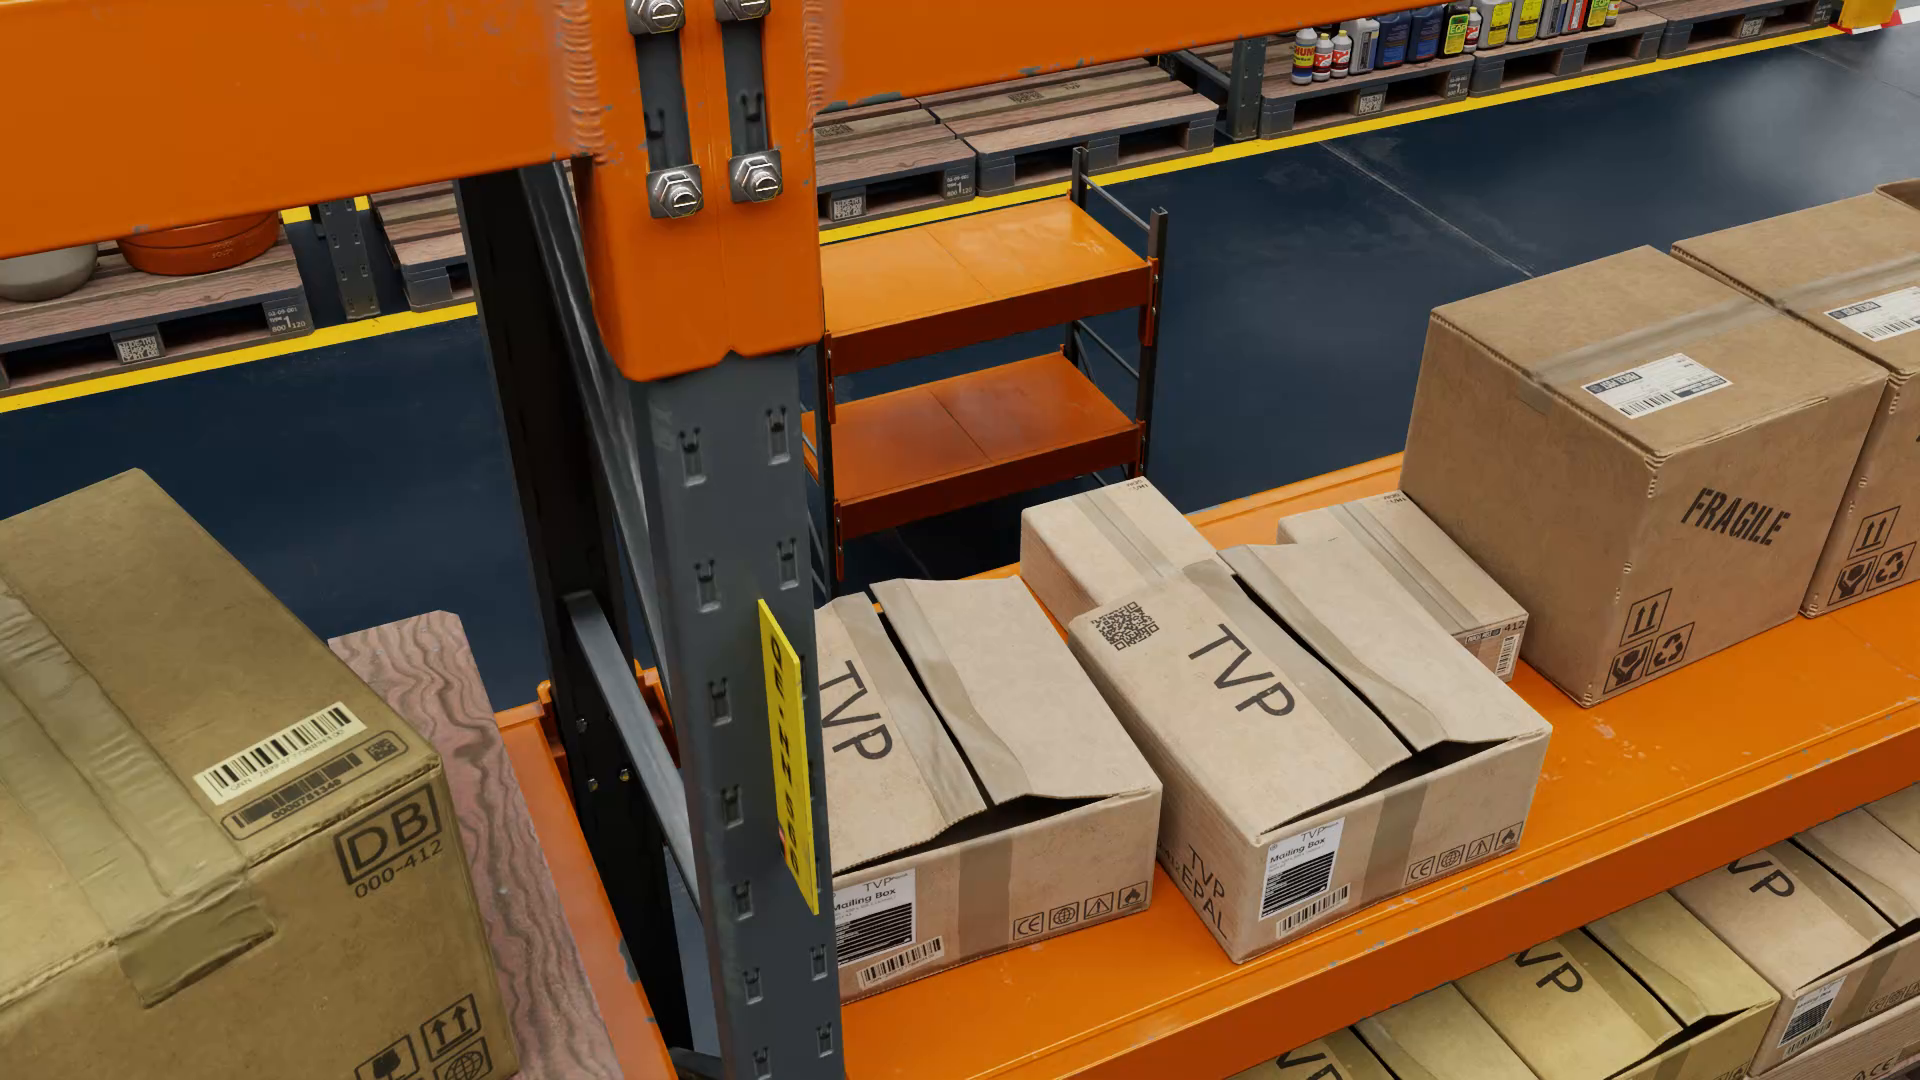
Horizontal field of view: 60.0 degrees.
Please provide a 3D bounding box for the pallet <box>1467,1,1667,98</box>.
[{"bbox_3d":[2.853,-2.674,8.677,1.213,0.211,1.003,-16,39,-20],"label":"pallet"}]

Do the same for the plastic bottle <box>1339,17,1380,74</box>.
[{"bbox_3d":[1.877,-2.358,7.829,0.135,0.276,0.152,-14,39,-18],"label":"plastic bottle"}]

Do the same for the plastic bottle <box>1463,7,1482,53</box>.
[{"bbox_3d":[2.465,-2.475,8.049,0.097,0.201,0.097,0,37,0],"label":"plastic bottle"}]

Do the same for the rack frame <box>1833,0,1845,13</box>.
[{"bbox_3d":[4.742,-4.347,8.593,0.127,3.000,1.000,-16,39,-20],"label":"rack frame"}]

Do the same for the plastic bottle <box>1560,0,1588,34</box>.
[{"bbox_3d":[3.026,-2.680,8.262,0.135,0.276,0.152,-15,39,-20],"label":"plastic bottle"}]

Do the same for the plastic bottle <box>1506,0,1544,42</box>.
[{"bbox_3d":[2.752,-2.631,8.133,0.185,0.351,0.144,-14,39,-18],"label":"plastic bottle"}]

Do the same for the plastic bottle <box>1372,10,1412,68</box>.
[{"bbox_3d":[2.028,-2.428,7.860,0.185,0.351,0.144,-15,39,-19],"label":"plastic bottle"}]

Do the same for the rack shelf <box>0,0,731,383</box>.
[{"bbox_3d":[-2.209,-0.060,0.899,4.000,0.370,1.077,-16,39,-20],"label":"rack shelf"}]

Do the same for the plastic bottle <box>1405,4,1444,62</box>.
[{"bbox_3d":[2.199,-2.476,7.925,0.185,0.351,0.144,-17,40,-22],"label":"plastic bottle"}]

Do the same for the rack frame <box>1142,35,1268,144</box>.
[{"bbox_3d":[1.121,-3.335,7.228,0.127,3.000,1.000,-16,39,-20],"label":"rack frame"}]

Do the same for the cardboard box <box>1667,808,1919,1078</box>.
[{"bbox_3d":[1.600,0.690,3.286,0.500,0.311,0.500,-16,39,-21],"label":"cardboard box"}]

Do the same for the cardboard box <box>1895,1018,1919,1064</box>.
[{"bbox_3d":[2.048,0.791,3.621,0.500,0.250,0.500,-15,39,-19],"label":"cardboard box"}]

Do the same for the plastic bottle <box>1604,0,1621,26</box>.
[{"bbox_3d":[3.266,-2.699,8.350,0.097,0.201,0.097,0,37,0],"label":"plastic bottle"}]

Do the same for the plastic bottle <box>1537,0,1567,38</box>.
[{"bbox_3d":[2.900,-2.645,8.215,0.135,0.276,0.152,-17,40,-21],"label":"plastic bottle"}]

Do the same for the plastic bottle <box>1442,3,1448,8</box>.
[{"bbox_3d":[2.316,-2.501,8.026,0.097,0.271,0.097,0,37,0],"label":"plastic bottle"}]

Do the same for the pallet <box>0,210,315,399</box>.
[{"bbox_3d":[-3.196,-0.980,6.395,1.213,0.211,1.003,-16,39,-20],"label":"pallet"}]

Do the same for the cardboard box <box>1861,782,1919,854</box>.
[{"bbox_3d":[2.056,0.565,3.455,0.500,0.311,0.500,-16,39,-20],"label":"cardboard box"}]

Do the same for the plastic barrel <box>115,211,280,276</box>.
[{"bbox_3d":[-2.936,-1.486,6.205,0.708,0.830,0.600,-16,39,-20],"label":"plastic barrel"}]

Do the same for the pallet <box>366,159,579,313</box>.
[{"bbox_3d":[-1.782,-1.378,6.930,1.213,0.211,1.003,-16,39,-20],"label":"pallet"}]

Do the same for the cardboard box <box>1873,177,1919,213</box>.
[{"bbox_3d":[2.043,-0.384,3.166,0.500,0.500,0.500,-13,38,-17],"label":"cardboard box"}]

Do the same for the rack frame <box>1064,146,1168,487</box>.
[{"bbox_3d":[0.454,-0.579,5.086,0.032,1.125,0.500,-16,39,-20],"label":"rack frame"}]

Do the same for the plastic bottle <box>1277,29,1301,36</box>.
[{"bbox_3d":[1.643,-2.688,8.211,0.185,0.351,0.144,-16,39,-20],"label":"plastic bottle"}]

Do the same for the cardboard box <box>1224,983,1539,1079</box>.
[{"bbox_3d":[0.672,0.949,2.938,0.500,0.311,0.500,-17,40,-21],"label":"cardboard box"}]

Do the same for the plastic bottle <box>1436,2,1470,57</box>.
[{"bbox_3d":[2.366,-2.468,7.971,0.133,0.283,0.061,-14,39,-18],"label":"plastic bottle"}]

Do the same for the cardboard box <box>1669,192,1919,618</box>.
[{"bbox_3d":[1.590,-0.257,2.995,0.500,0.500,0.500,-16,39,-20],"label":"cardboard box"}]

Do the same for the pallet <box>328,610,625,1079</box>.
[{"bbox_3d":[-0.983,0.636,2.035,1.003,0.211,1.213,-16,39,-20],"label":"pallet"}]

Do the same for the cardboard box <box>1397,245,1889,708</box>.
[{"bbox_3d":[1.113,-0.124,2.815,0.500,0.500,0.500,-18,40,-22],"label":"cardboard box"}]

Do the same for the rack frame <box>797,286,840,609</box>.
[{"bbox_3d":[-0.466,-0.321,4.739,0.032,1.125,0.500,-16,39,-20],"label":"rack frame"}]

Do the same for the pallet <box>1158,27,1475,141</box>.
[{"bbox_3d":[1.747,-2.362,8.258,1.213,0.211,1.003,-16,39,-20],"label":"pallet"}]

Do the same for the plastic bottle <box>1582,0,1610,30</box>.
[{"bbox_3d":[3.168,-2.692,8.273,0.133,0.283,0.061,-15,39,-19],"label":"plastic bottle"}]

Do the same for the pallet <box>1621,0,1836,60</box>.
[{"bbox_3d":[3.955,-2.980,9.091,1.213,0.211,1.003,-16,39,-20],"label":"pallet"}]

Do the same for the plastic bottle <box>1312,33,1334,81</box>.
[{"bbox_3d":[1.688,-2.258,7.756,0.097,0.201,0.097,0,37,0],"label":"plastic bottle"}]

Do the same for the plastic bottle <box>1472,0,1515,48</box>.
[{"bbox_3d":[2.584,-2.584,8.070,0.185,0.351,0.144,-16,39,-20],"label":"plastic bottle"}]

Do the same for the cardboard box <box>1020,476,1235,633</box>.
[{"bbox_3d":[0.298,0.074,2.843,0.250,0.149,0.380,-16,39,-20],"label":"cardboard box"}]

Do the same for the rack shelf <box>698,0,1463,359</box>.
[{"bbox_3d":[1.412,-1.072,2.264,4.000,0.370,1.077,-16,39,-20],"label":"rack shelf"}]

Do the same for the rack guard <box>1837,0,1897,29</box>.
[{"bbox_3d":[4.693,-3.299,9.278,0.348,0.500,1.175,-16,39,-20],"label":"rack guard"}]

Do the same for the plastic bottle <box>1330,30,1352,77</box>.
[{"bbox_3d":[1.780,-2.283,7.790,0.097,0.201,0.097,0,37,0],"label":"plastic bottle"}]

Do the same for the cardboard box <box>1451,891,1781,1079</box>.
[{"bbox_3d":[1.135,0.821,3.110,0.500,0.311,0.500,-17,40,-21],"label":"cardboard box"}]

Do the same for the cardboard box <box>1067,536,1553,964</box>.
[{"bbox_3d":[0.493,0.264,2.451,0.500,0.311,0.500,-16,39,-20],"label":"cardboard box"}]

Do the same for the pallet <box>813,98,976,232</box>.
[{"bbox_3d":[-0.679,-1.684,7.343,1.213,0.211,1.003,-16,39,-20],"label":"pallet"}]

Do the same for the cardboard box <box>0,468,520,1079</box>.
[{"bbox_3d":[-0.921,0.361,1.809,0.500,0.500,0.700,-30,46,-34],"label":"cardboard box"}]

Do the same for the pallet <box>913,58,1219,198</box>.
[{"bbox_3d":[0.426,-1.995,7.763,1.213,0.211,1.003,-16,39,-20],"label":"pallet"}]

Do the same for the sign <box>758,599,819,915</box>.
[{"bbox_3d":[-0.160,0.207,1.548,0.005,0.325,0.100,-16,39,-20],"label":"sign"}]

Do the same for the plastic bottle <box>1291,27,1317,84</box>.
[{"bbox_3d":[1.596,-2.260,7.700,0.097,0.271,0.097,0,37,0],"label":"plastic bottle"}]

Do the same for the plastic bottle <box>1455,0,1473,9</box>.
[{"bbox_3d":[2.498,-2.627,8.191,0.135,0.276,0.152,-16,39,-20],"label":"plastic bottle"}]

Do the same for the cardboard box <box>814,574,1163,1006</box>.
[{"bbox_3d":[-0.051,0.317,2.379,0.500,0.311,0.500,-13,39,-17],"label":"cardboard box"}]

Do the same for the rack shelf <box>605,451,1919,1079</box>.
[{"bbox_3d":[1.412,0.133,3.157,4.000,0.370,1.077,-16,39,-20],"label":"rack shelf"}]

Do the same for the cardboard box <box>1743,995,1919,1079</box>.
[{"bbox_3d":[1.587,0.919,3.448,0.500,0.250,0.500,-15,39,-19],"label":"cardboard box"}]

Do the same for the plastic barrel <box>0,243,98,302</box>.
[{"bbox_3d":[-3.409,-1.168,6.042,0.421,0.512,0.421,0,37,0],"label":"plastic barrel"}]

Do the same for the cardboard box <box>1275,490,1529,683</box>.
[{"bbox_3d":[0.732,0.098,2.811,0.250,0.149,0.380,-13,38,-17],"label":"cardboard box"}]

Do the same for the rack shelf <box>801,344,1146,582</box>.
[{"bbox_3d":[-0.006,-0.254,5.058,1.000,0.278,0.538,-16,39,-20],"label":"rack shelf"}]

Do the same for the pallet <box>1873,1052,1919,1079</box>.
[{"bbox_3d":[1.466,0.976,3.757,1.213,0.211,1.003,-16,39,-20],"label":"pallet"}]

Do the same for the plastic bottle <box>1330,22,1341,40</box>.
[{"bbox_3d":[1.831,-2.419,7.904,0.133,0.283,0.061,-16,39,-20],"label":"plastic bottle"}]

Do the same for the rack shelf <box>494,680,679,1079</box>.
[{"bbox_3d":[-2.209,1.145,1.792,4.000,0.370,1.077,-16,39,-20],"label":"rack shelf"}]

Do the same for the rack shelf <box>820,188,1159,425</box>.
[{"bbox_3d":[-0.006,-0.685,4.738,1.000,0.278,0.538,-16,39,-20],"label":"rack shelf"}]

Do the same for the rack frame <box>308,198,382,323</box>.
[{"bbox_3d":[-2.500,-2.322,5.863,0.127,3.000,1.000,-16,39,-20],"label":"rack frame"}]

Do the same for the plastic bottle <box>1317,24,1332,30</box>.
[{"bbox_3d":[1.841,-2.711,8.304,0.135,0.276,0.152,-16,39,-20],"label":"plastic bottle"}]

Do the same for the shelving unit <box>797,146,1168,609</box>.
[{"bbox_3d":[-0.006,-0.450,4.913,1.048,1.125,0.538,-16,39,-20],"label":"shelving unit"}]
